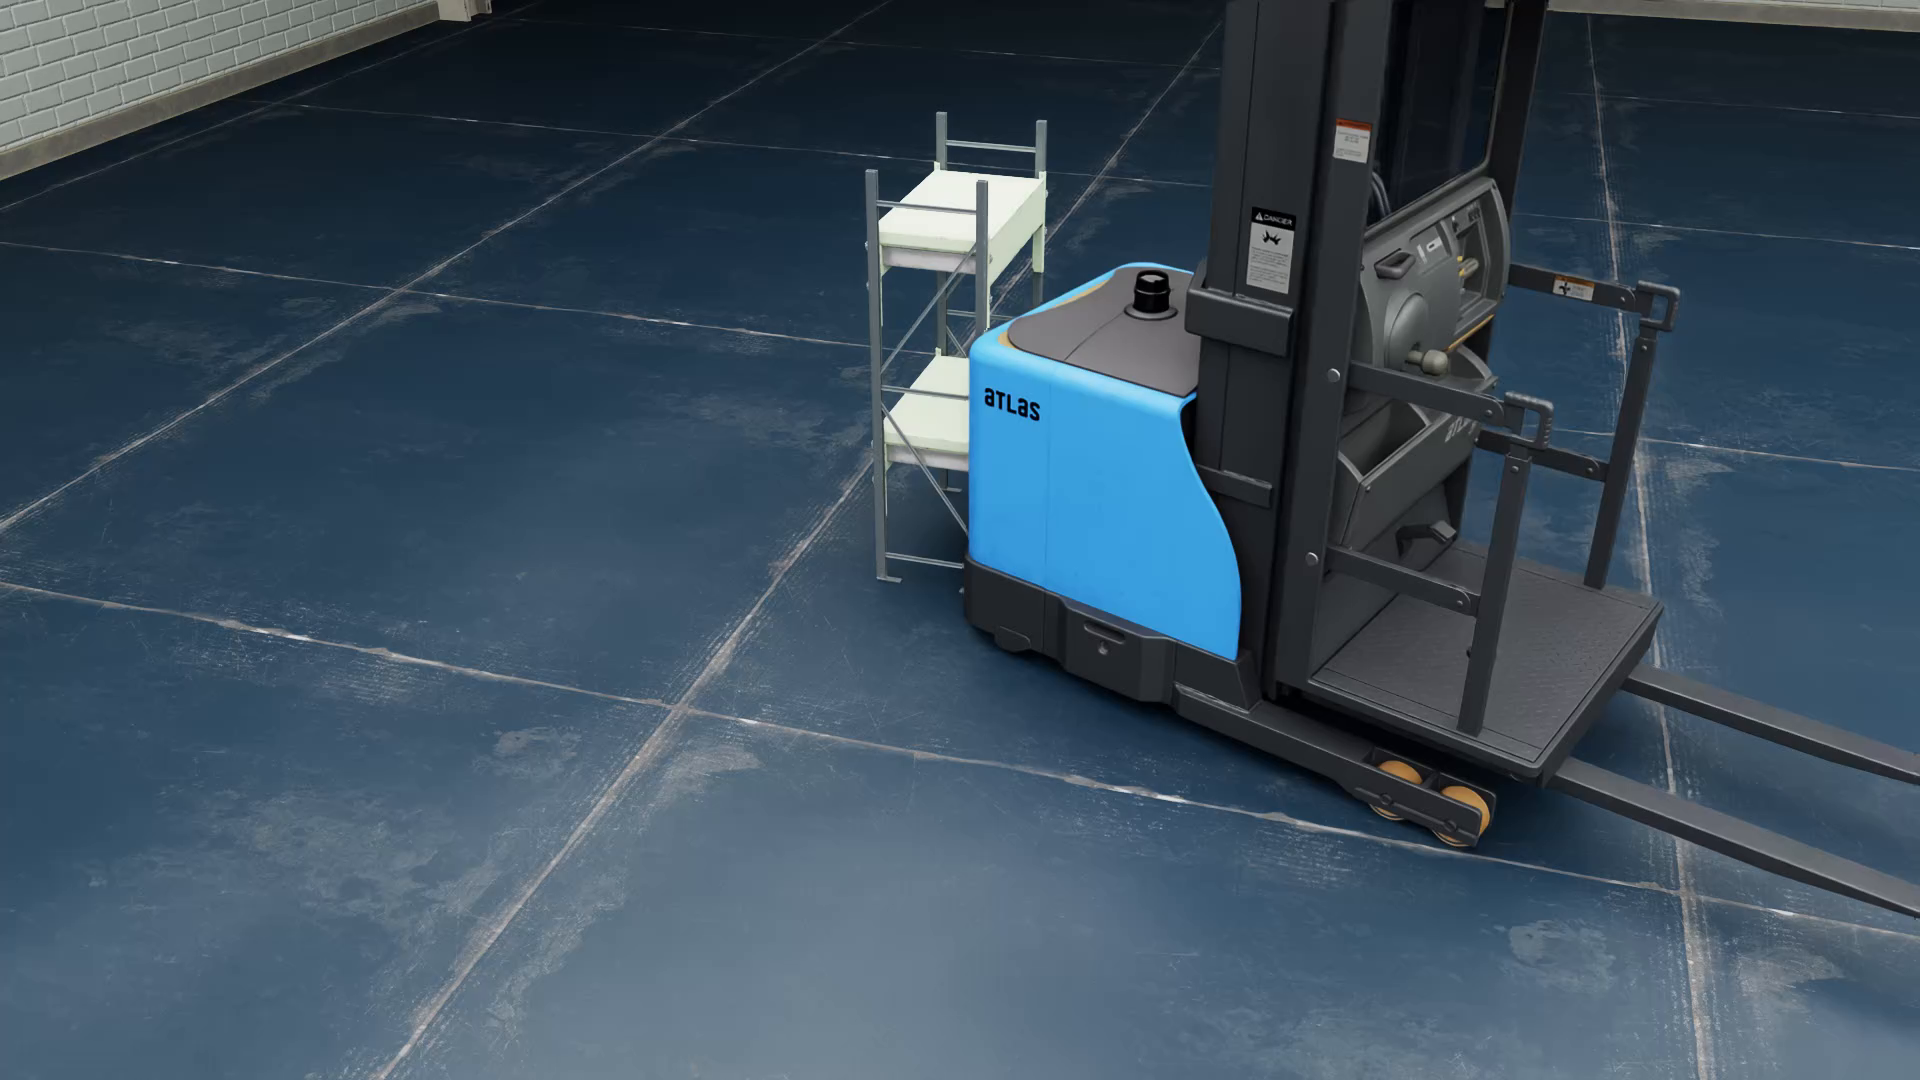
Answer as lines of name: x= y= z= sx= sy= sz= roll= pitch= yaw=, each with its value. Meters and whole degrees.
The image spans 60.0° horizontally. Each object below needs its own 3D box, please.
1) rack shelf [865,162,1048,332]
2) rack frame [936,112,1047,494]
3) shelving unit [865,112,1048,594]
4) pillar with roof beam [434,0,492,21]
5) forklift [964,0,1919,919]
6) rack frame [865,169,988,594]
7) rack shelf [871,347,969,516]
rack shelf: x=0.002 y=-1.000 z=5.701 sx=0.431 sy=0.370 sz=0.720 roll=8 pitch=30 yaw=15
rack frame: x=0.109 y=-0.829 z=6.197 sx=0.400 sy=1.500 sz=0.023 roll=8 pitch=30 yaw=15
shelving unit: x=0.002 y=-0.659 z=5.891 sx=0.431 sy=1.500 sz=0.755 roll=8 pitch=30 yaw=15
pillar with roof beam: x=-0.182 y=-7.867 z=11.136 sx=9.100 sy=9.000 sz=0.400 roll=8 pitch=30 yaw=15
forklift: x=1.489 y=-0.709 z=4.510 sx=3.031 sy=2.935 sz=1.130 roll=21 pitch=35 yaw=32
rack frame: x=-0.105 y=-0.488 z=5.585 sx=0.400 sy=1.500 sz=0.023 roll=8 pitch=30 yaw=15
rack shelf: x=0.002 y=-0.374 z=6.049 sx=0.431 sy=0.370 sz=0.720 roll=8 pitch=30 yaw=15
